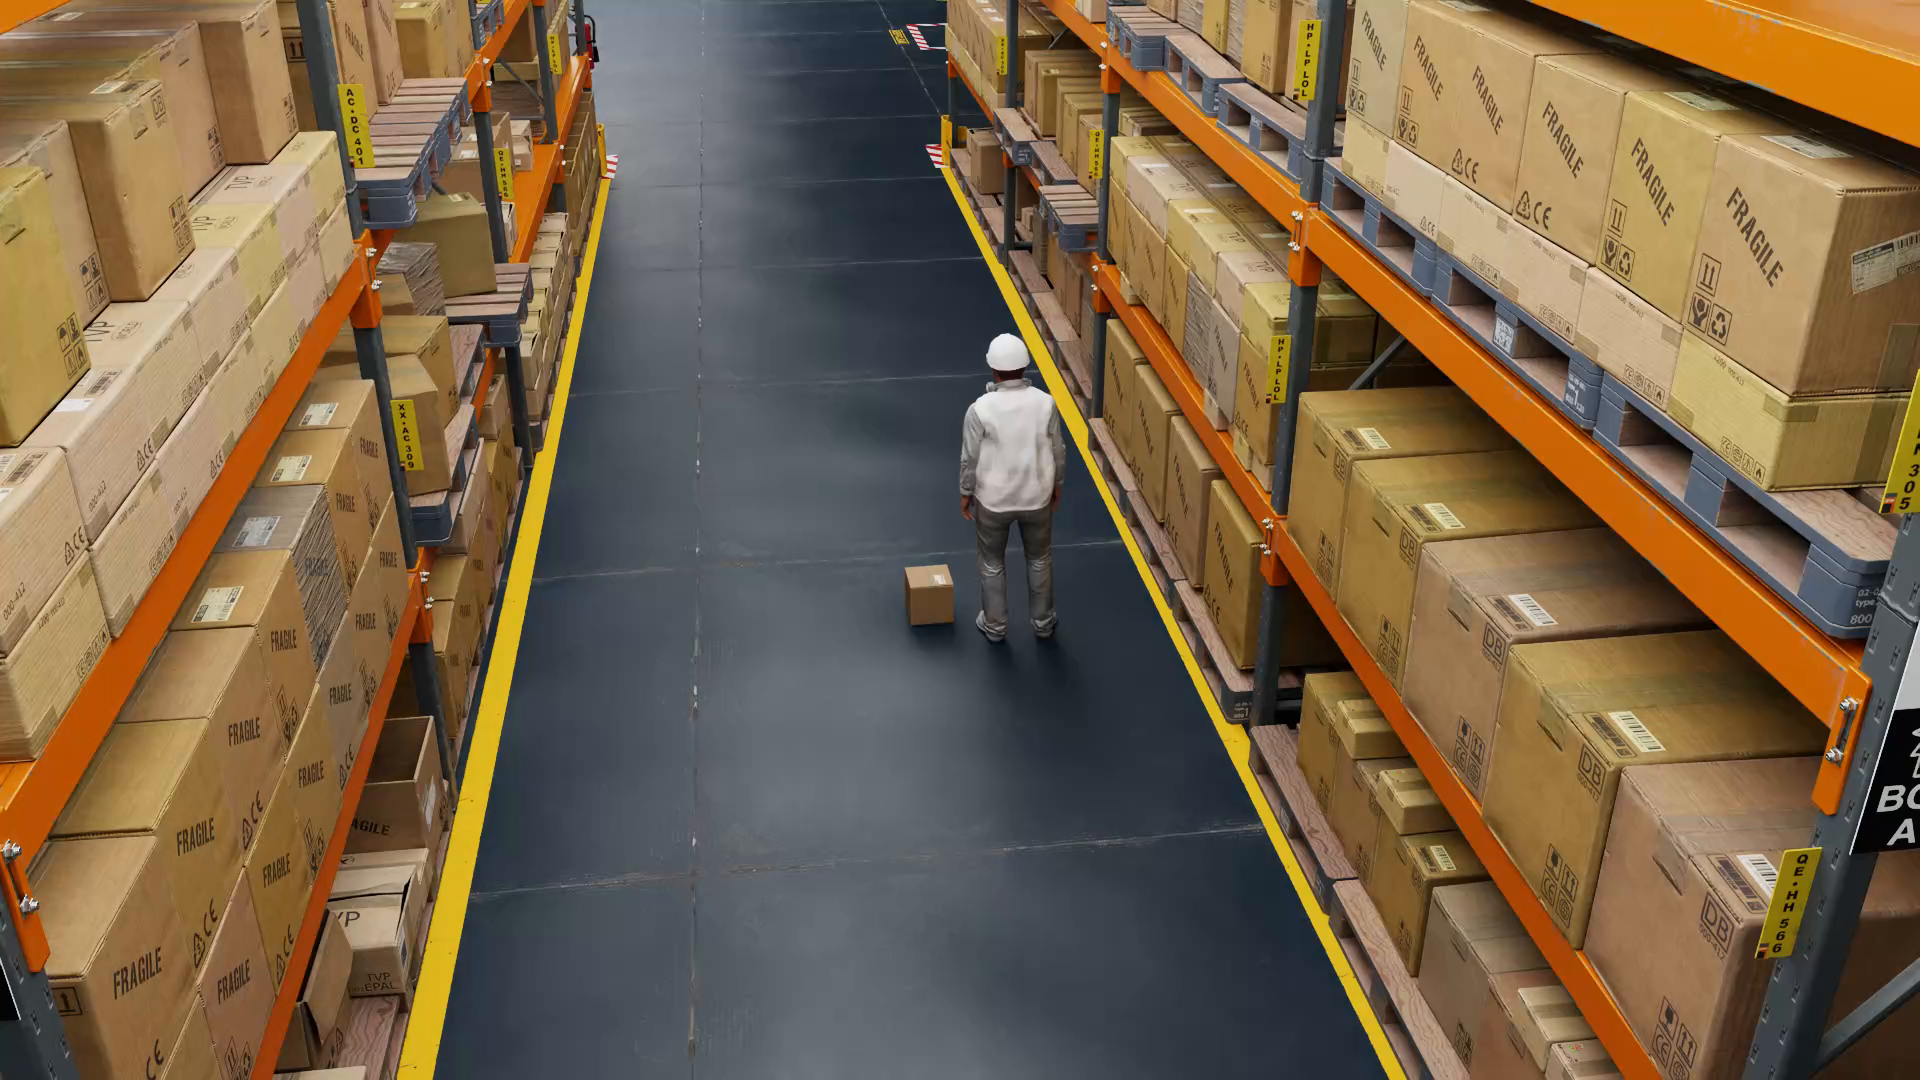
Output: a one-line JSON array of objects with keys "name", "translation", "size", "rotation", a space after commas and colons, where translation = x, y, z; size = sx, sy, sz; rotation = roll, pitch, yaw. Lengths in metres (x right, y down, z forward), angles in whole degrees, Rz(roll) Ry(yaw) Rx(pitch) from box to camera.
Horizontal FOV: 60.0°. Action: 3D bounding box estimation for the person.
[{"name": "person", "translation": [0.287, -0.266, 9.110], "size": [0.594, 1.772, 0.461], "rotation": [-5, 27, -9]}]
